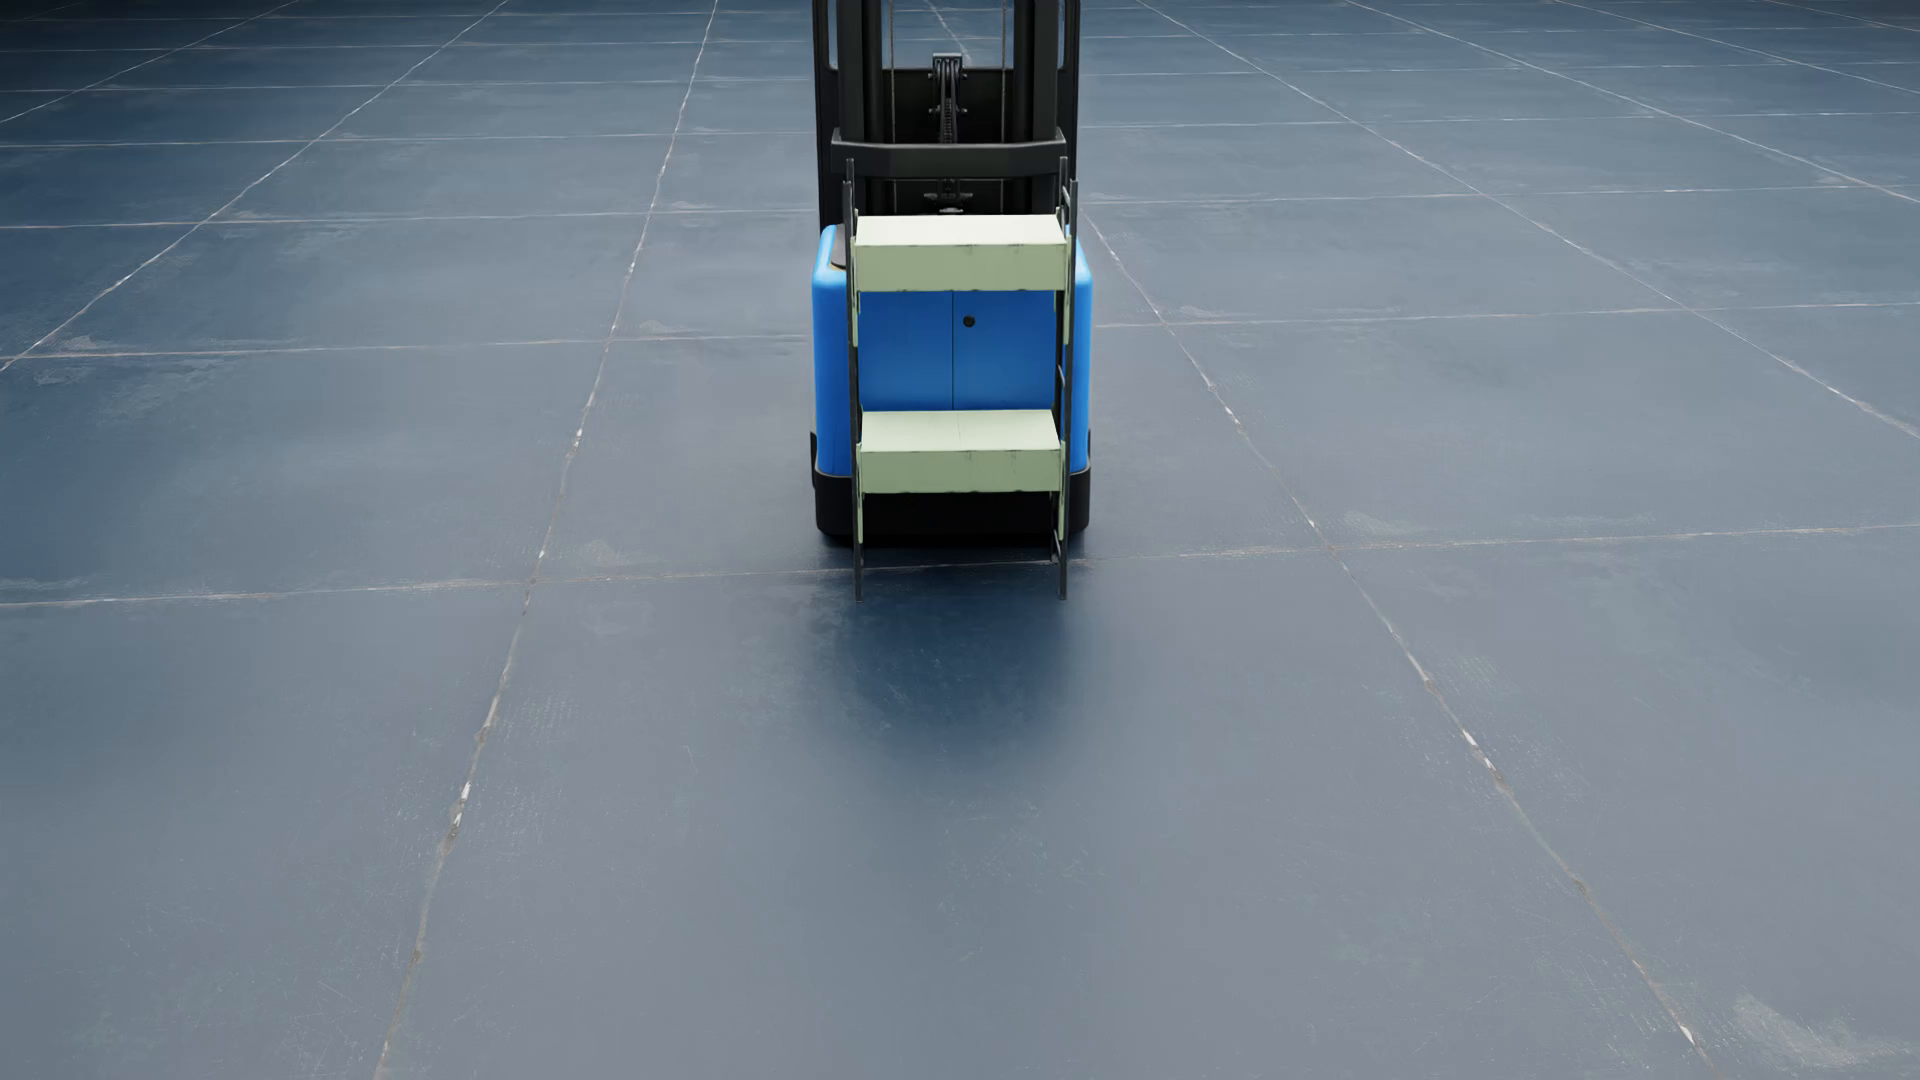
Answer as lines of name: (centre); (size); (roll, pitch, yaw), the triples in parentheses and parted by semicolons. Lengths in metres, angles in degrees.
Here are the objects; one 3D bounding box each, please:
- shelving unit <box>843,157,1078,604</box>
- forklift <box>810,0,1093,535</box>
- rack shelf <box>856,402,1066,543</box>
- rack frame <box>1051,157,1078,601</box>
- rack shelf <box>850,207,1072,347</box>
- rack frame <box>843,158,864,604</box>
shelving unit: (-0.003, -0.544, 5.819); (0.755, 1.500, 0.431); (-1, 24, -2)
forklift: (-0.062, -1.910, 7.131); (1.130, 2.935, 3.031); (-1, 24, -1)
rack shelf: (-0.003, -0.246, 5.951); (0.720, 0.370, 0.431); (-1, 24, -2)
rack frame: (0.362, -0.549, 5.831); (0.023, 1.500, 0.400); (-1, 24, -2)
rack shelf: (-0.003, -0.900, 5.661); (0.720, 0.370, 0.431); (-1, 24, -2)
rack frame: (-0.369, -0.538, 5.807); (0.023, 1.500, 0.400); (-1, 24, -2)
